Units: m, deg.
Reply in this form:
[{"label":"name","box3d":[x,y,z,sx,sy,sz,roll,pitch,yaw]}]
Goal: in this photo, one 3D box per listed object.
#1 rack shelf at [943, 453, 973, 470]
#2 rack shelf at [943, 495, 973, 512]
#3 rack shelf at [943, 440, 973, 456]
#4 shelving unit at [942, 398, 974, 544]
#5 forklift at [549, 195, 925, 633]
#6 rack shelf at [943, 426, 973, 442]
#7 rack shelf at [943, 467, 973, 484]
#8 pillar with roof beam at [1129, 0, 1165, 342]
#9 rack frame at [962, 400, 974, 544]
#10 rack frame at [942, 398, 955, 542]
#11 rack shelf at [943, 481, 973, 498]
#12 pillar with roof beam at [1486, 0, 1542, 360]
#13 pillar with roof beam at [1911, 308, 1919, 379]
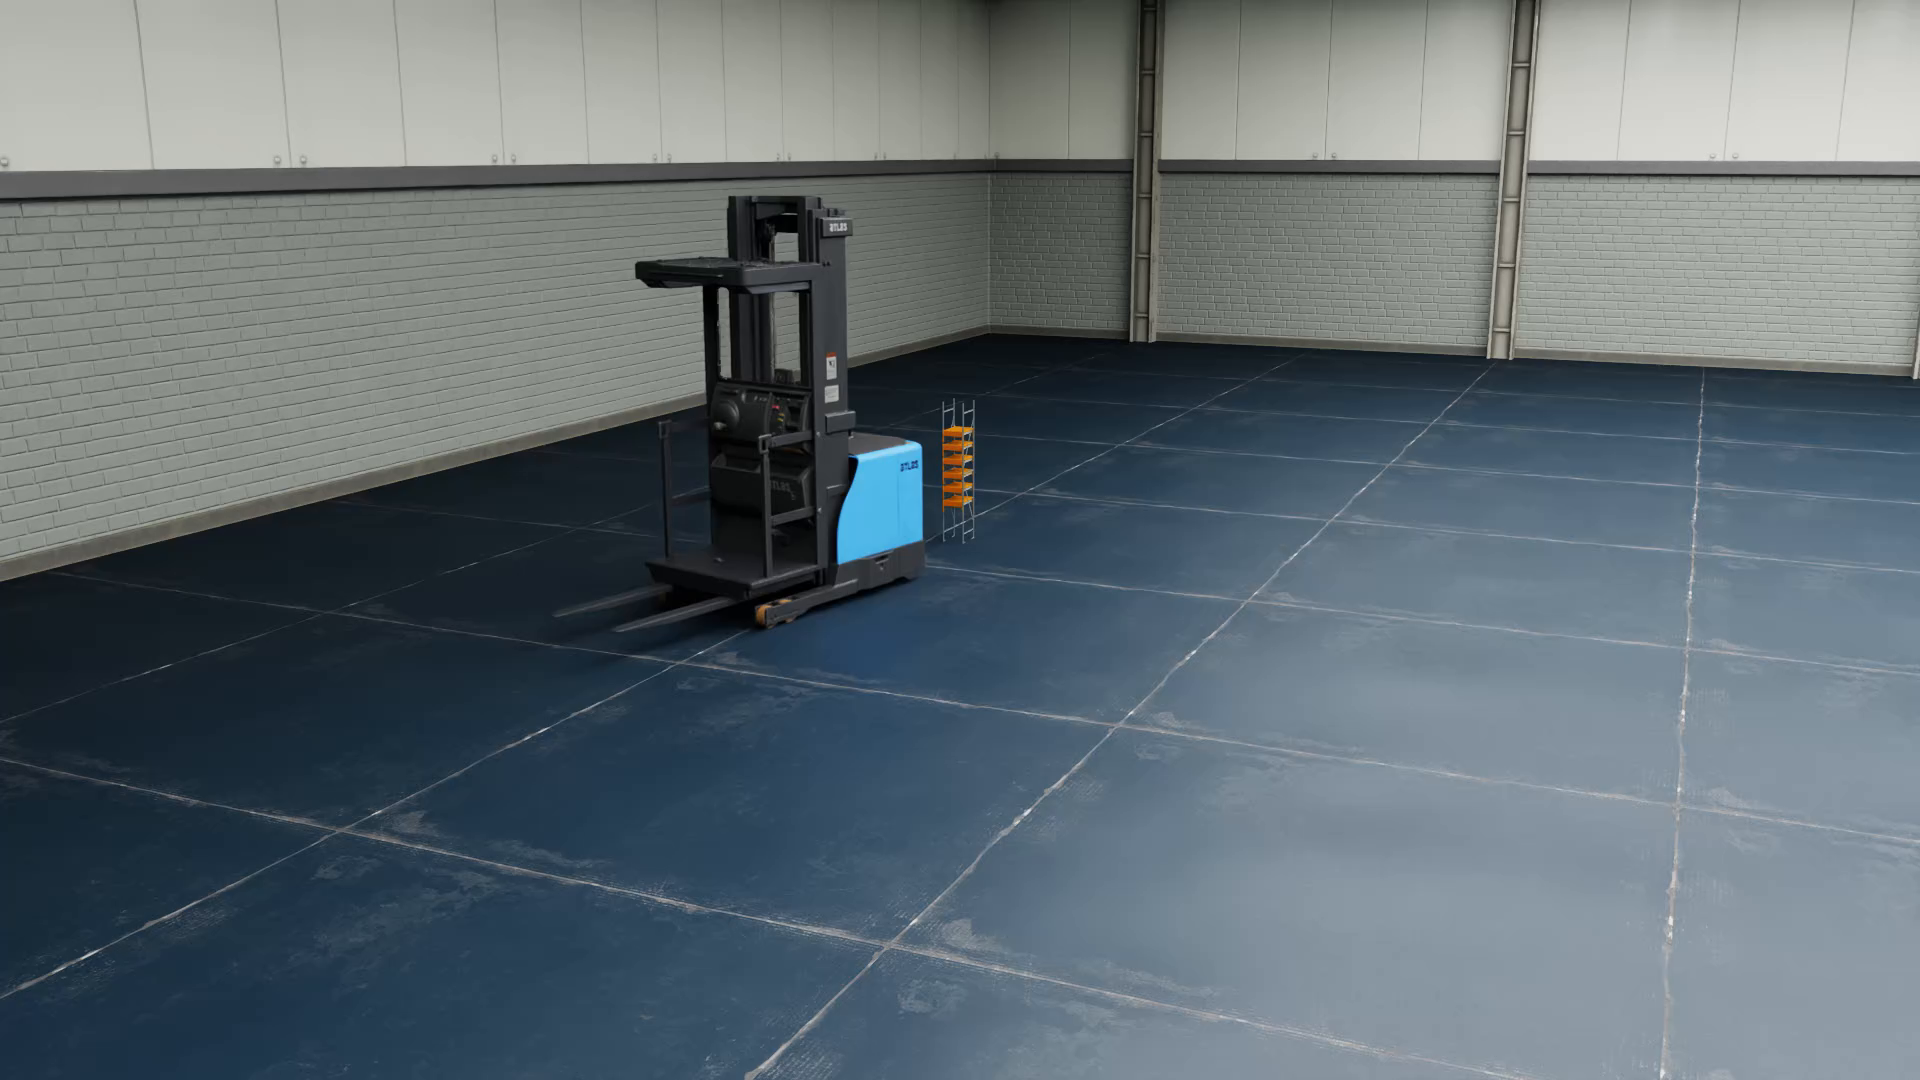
[{"label":"rack shelf","box3d":[-0.013,-0.659,14.106,0.180,0.103,0.258,6,14,23]},{"label":"rack shelf","box3d":[-0.013,-0.309,14.188,0.180,0.103,0.258,6,14,23]},{"label":"rack shelf","box3d":[-0.013,-0.776,14.079,0.180,0.103,0.258,6,14,23]},{"label":"shelving unit","box3d":[-0.013,-0.585,14.123,0.189,1.200,0.258,6,14,23]},{"label":"forklift","box3d":[-1.570,-0.935,11.825,1.130,2.935,3.031,10,16,36]},{"label":"rack shelf","box3d":[-0.013,-0.893,14.051,0.180,0.103,0.258,6,14,23]},{"label":"rack shelf","box3d":[-0.013,-0.542,14.134,0.180,0.103,0.258,6,14,23]},{"label":"pillar with roof beam","box3d":[1.456,-6.964,24.235,0.400,9.000,9.100,6,14,23]},{"label":"rack frame","box3d":[0.070,-0.577,14.087,0.006,1.200,0.240,6,14,23]},{"label":"rack frame","box3d":[-0.097,-0.594,14.160,0.006,1.200,0.240,6,14,23]},{"label":"rack shelf","box3d":[-0.013,-0.425,14.161,0.180,0.103,0.258,6,14,23]},{"label":"pillar with roof beam","box3d":[6.942,-6.409,21.869,0.400,9.000,9.100,6,14,23]},{"label":"pillar with roof beam","box3d":[12.427,-5.854,19.503,0.400,9.000,9.100,6,14,23]}]
